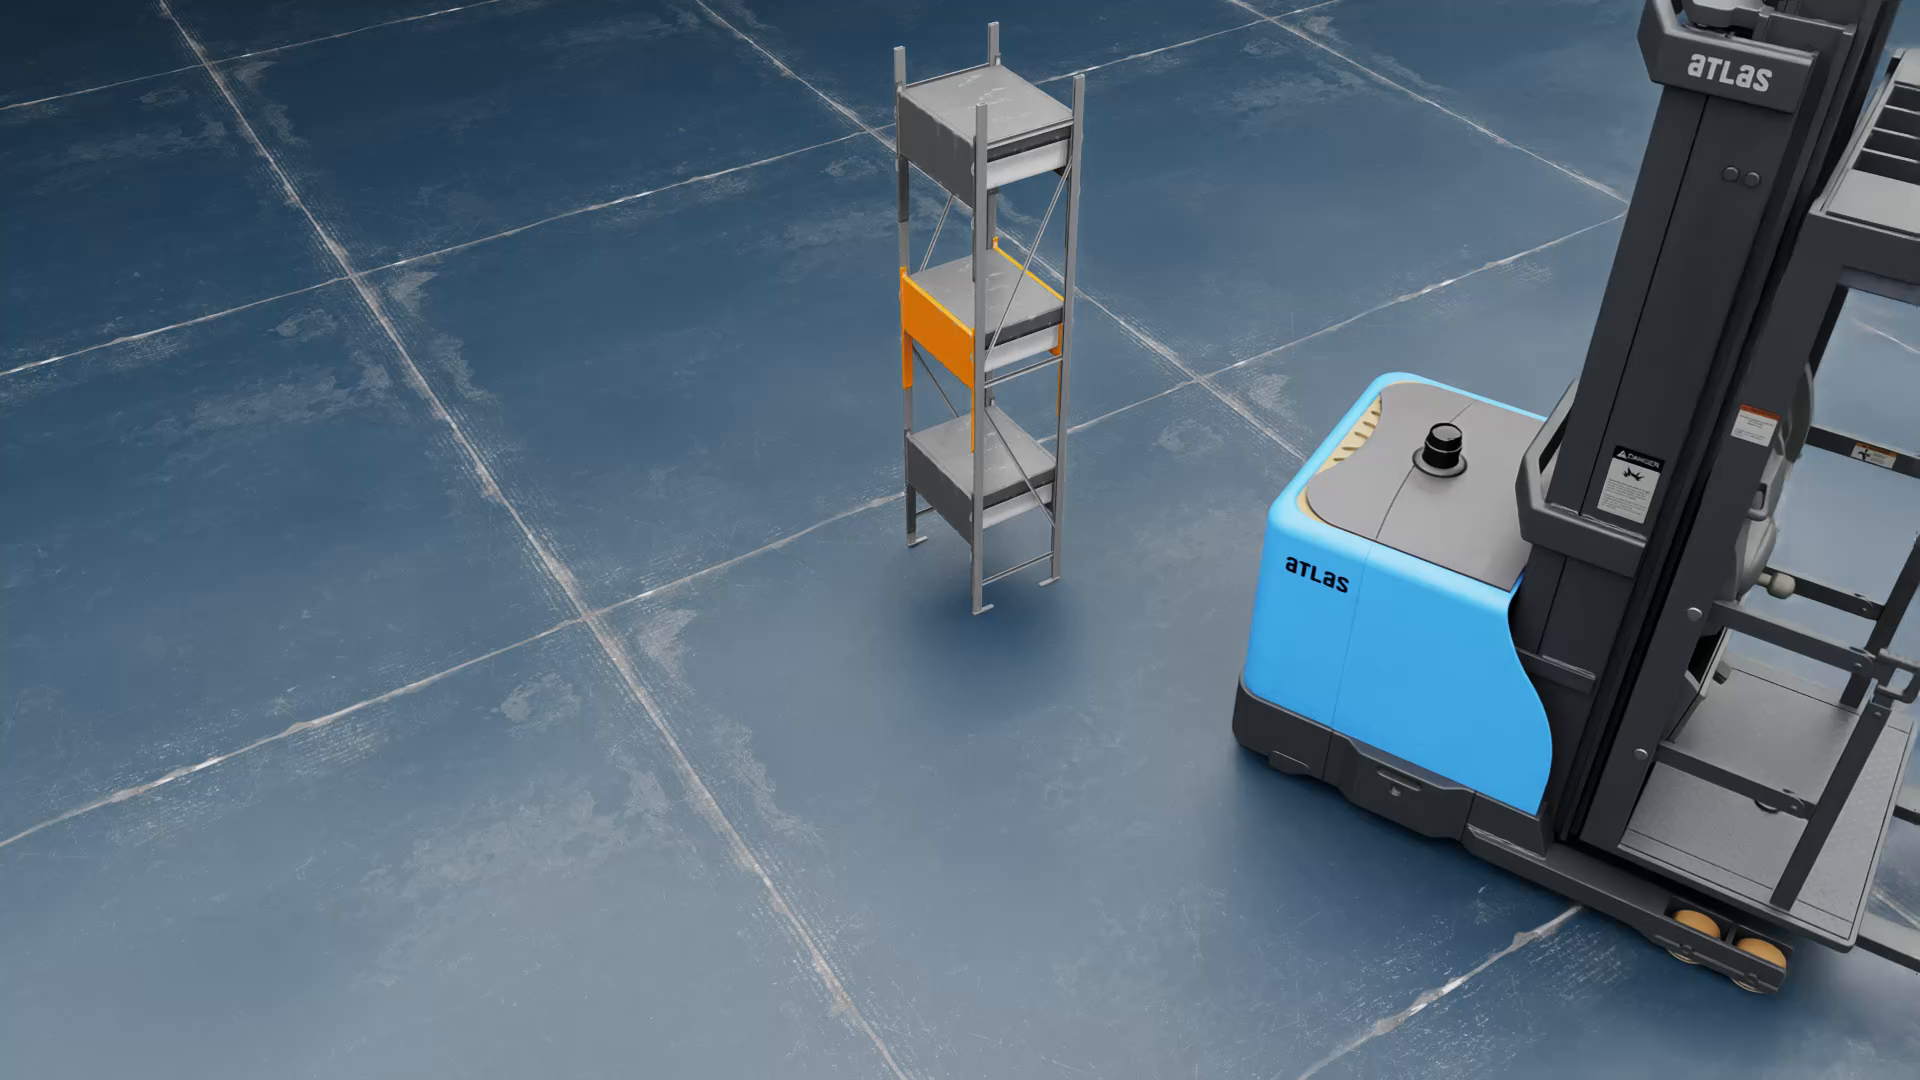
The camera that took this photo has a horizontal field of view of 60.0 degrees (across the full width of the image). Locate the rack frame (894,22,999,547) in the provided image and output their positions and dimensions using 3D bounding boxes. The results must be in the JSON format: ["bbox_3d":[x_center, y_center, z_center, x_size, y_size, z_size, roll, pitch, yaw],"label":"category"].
[{"bbox_3d":[-0.042,-0.849,6.129,0.400,2.100,0.015,-22,45,-24],"label":"rack frame"}]

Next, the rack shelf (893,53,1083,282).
[{"bbox_3d":[0.089,-1.245,5.531,0.431,0.518,0.480,-22,45,-24],"label":"rack shelf"}]

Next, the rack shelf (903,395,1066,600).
[{"bbox_3d":[0.089,-0.169,6.427,0.431,0.518,0.480,-22,45,-24],"label":"rack shelf"}]

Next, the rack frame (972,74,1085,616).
[{"bbox_3d":[0.220,-0.586,5.813,0.400,2.100,0.015,-22,45,-24],"label":"rack frame"}]

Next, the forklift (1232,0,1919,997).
[{"bbox_3d":[2.468,-0.134,4.622,3.031,2.935,1.130,23,45,25],"label":"forklift"}]

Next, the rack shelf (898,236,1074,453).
[{"bbox_3d":[0.089,-0.707,5.979,0.431,0.518,0.480,-22,45,-24],"label":"rack shelf"}]

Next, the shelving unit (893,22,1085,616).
[{"bbox_3d":[0.089,-0.717,5.971,0.431,2.100,0.503,-22,45,-24],"label":"shelving unit"}]
